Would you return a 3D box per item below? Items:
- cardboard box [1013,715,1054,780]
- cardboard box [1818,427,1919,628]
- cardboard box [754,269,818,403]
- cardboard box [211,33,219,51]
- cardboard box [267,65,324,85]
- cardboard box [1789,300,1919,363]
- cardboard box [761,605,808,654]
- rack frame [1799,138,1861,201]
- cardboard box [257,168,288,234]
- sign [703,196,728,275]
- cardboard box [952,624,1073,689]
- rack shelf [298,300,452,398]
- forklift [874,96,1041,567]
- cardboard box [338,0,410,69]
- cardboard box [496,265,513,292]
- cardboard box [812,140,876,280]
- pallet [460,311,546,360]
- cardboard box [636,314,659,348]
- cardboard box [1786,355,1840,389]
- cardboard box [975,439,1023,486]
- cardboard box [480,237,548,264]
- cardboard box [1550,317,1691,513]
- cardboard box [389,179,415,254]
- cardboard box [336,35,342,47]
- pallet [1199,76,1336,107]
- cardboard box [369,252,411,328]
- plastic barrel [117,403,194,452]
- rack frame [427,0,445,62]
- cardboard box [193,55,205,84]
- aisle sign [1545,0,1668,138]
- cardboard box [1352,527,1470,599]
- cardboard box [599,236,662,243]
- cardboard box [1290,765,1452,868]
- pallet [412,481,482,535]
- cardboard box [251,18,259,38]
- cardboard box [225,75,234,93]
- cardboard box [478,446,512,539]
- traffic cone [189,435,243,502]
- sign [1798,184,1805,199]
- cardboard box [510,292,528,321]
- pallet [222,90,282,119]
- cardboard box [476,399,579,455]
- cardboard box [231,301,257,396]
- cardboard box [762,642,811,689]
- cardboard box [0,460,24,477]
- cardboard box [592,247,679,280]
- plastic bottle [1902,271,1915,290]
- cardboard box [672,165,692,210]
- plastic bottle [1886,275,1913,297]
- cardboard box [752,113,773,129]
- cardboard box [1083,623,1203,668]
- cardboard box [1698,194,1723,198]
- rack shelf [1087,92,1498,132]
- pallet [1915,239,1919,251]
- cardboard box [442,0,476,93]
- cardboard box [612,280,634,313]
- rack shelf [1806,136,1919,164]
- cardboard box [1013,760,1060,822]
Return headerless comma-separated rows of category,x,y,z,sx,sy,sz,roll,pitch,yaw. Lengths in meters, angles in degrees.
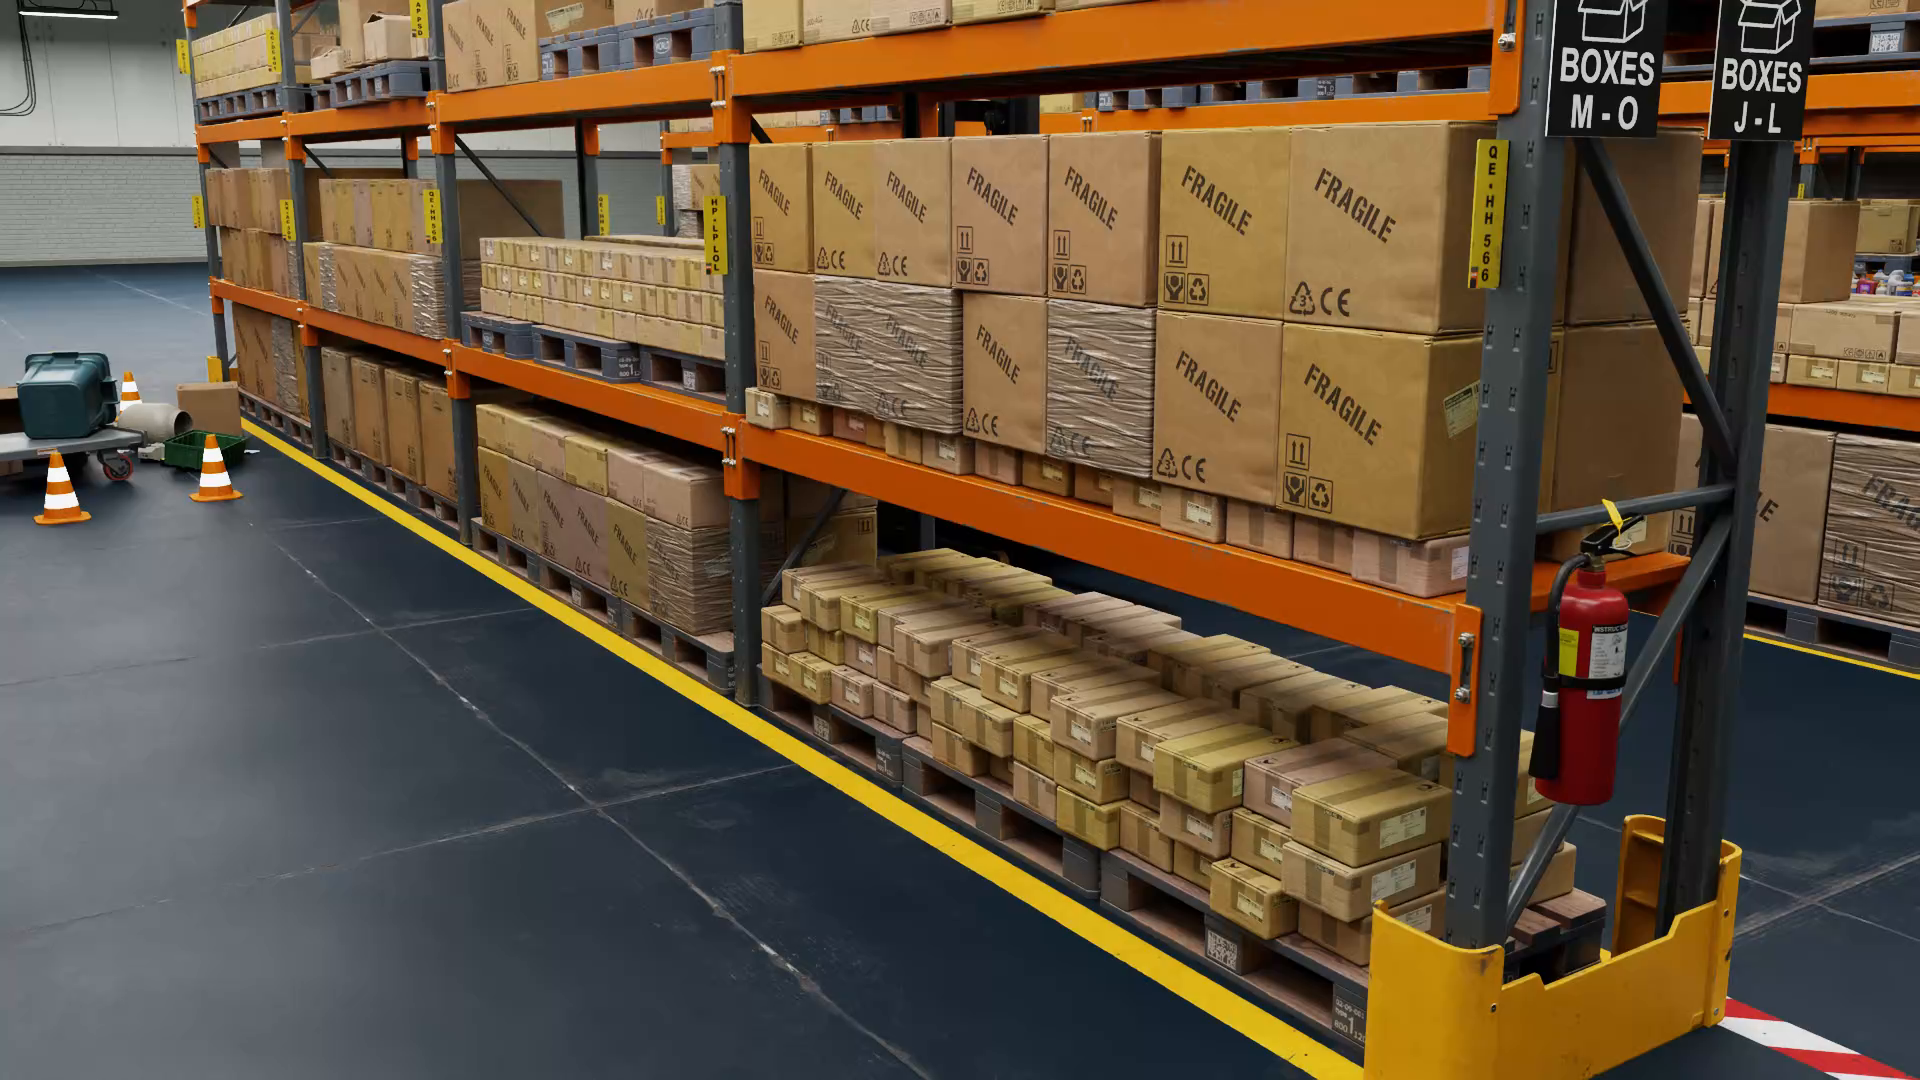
cardboard box,0.407,0.684,5.705,0.380,0.149,0.250,-7,14,-30
cardboard box,4.911,-0.070,8.150,0.875,0.875,0.875,-8,15,-33
cardboard box,-0.501,-0.855,6.819,0.500,0.500,0.500,-8,15,-34
cardboard box,-6.731,-4.621,15.455,0.380,0.149,0.250,-8,15,-34
cardboard box,-5.466,-3.825,13.681,0.380,0.149,0.250,-8,15,-33
cardboard box,4.492,-1.036,8.233,0.500,0.250,0.500,-8,15,-33
cardboard box,-0.631,0.366,7.161,0.380,0.149,0.250,-7,14,-30
rack frame,9.653,-3.231,18.615,1.000,3.000,0.127,-8,15,-33
cardboard box,-5.575,-2.956,14.479,0.875,0.550,0.550,-8,15,-33
sign,-1.025,-1.278,6.974,0.100,0.325,0.005,-8,15,-33
cardboard box,0.194,0.437,6.142,0.380,0.149,0.250,-9,15,-35
rack shelf,-3.890,-1.494,12.358,1.077,0.370,4.000,-8,15,-33
forklift,0.411,-1.330,10.083,1.130,2.935,3.031,-10,16,-40
cardboard box,-3.978,-3.534,11.530,0.500,0.500,0.500,-8,15,-33
cardboard box,-2.529,-1.560,9.883,0.380,0.149,0.250,-7,14,-30
cardboard box,-0.218,-1.262,6.340,0.500,0.500,0.500,-9,15,-34
pallet,-2.298,-1.282,10.153,1.213,0.211,1.003,-8,15,-33
cardboard box,-1.370,-1.044,8.218,0.380,0.149,0.250,-9,15,-36
cardboard box,4.372,-0.856,8.343,0.380,0.149,0.250,-9,15,-34
cardboard box,0.277,-0.296,5.783,0.380,0.149,0.250,-7,14,-31
cardboard box,-2.684,-1.757,10.088,0.380,0.149,0.250,-8,15,-33
cardboard box,1.632,-0.374,4.620,0.500,0.500,0.500,-7,14,-30
cardboard box,-3.589,-2.289,11.734,0.700,0.500,0.500,-8,15,-34
cardboard box,-5.035,-4.113,14.065,0.500,0.250,0.500,-8,15,-32
pallet,2.427,-3.125,11.553,1.003,0.211,1.213,-7,14,-30
cardboard box,-3.807,-1.765,11.677,0.500,0.500,0.500,-8,15,-34
plastic barrel,-6.903,-0.963,14.275,0.512,0.421,0.421,1,12,6
rack frame,-2.781,-4.421,10.013,1.000,3.000,0.127,-8,15,-33
cardboard box,-7.160,-4.588,16.237,0.500,0.250,0.500,-8,15,-33
aisle sign,1.442,-1.289,3.648,0.394,0.787,0.004,-8,15,-33
cardboard box,1.235,0.031,4.287,0.380,0.149,0.250,-8,15,-33
cardboard box,-1.991,-1.785,10.217,0.380,0.149,0.250,-8,15,-33
cardboard box,1.147,0.766,4.638,0.380,0.149,0.250,-8,15,-32
pallet,-3.156,-0.277,11.634,1.003,0.211,1.213,-8,15,-33
cardboard box,-5.744,-4.305,14.008,0.380,0.149,0.250,-8,15,-33
cardboard box,-6.450,-4.141,15.126,0.380,0.149,0.250,-8,15,-32
cardboard box,-2.602,-0.318,10.163,0.500,0.500,0.500,-9,15,-35
traffic cone,-5.512,-0.545,12.270,0.336,0.463,0.334,-8,15,-33
sign,9.192,-3.730,18.189,0.100,0.325,0.005,-8,15,-33
cardboard box,-2.403,-1.373,9.726,0.380,0.149,0.250,-7,14,-30
pallet,-6.114,-3.987,15.258,1.003,0.211,1.213,-8,15,-33
cardboard box,-2.601,-0.689,10.104,0.500,0.250,0.500,-9,15,-35
cardboard box,-6.783,-1.967,16.827,0.875,0.875,0.875,-8,15,-32
cardboard box,-0.631,0.512,7.191,0.380,0.149,0.250,-9,15,-35
cardboard box,-7.727,-0.661,13.262,0.396,0.266,0.258,4,13,16
cardboard box,-1.672,-1.432,8.601,0.380,0.149,0.250,-9,15,-35
plastic bottle,7.688,-2.046,13.499,0.097,0.271,0.097,0,12,0
cardboard box,-2.951,-4.034,19.019,0.500,0.500,0.500,-8,15,-33
plastic bottle,7.256,-1.905,12.843,0.152,0.276,0.135,-8,15,-33
cardboard box,-1.850,-4.397,17.277,0.500,0.250,0.500,-8,15,-33
cardboard box,0.679,0.431,6.166,0.380,0.149,0.250,-8,15,-33
cardboard box,11.039,-4.880,24.704,0.500,0.500,0.500,-8,15,-33
rack shelf,2.512,-2.817,11.386,1.077,0.370,4.000,-8,15,-33
pallet,13.291,-3.838,21.842,1.213,0.211,1.003,-8,15,-33
cardboard box,-2.687,-2.871,9.715,0.500,0.500,0.500,-8,15,-33
cardboard box,-1.530,-1.240,8.417,0.380,0.149,0.250,-9,15,-36
rack shelf,10.761,-3.989,16.745,1.077,0.370,4.000,-8,15,-33
cardboard box,0.408,0.829,5.739,0.380,0.149,0.250,-8,15,-32
